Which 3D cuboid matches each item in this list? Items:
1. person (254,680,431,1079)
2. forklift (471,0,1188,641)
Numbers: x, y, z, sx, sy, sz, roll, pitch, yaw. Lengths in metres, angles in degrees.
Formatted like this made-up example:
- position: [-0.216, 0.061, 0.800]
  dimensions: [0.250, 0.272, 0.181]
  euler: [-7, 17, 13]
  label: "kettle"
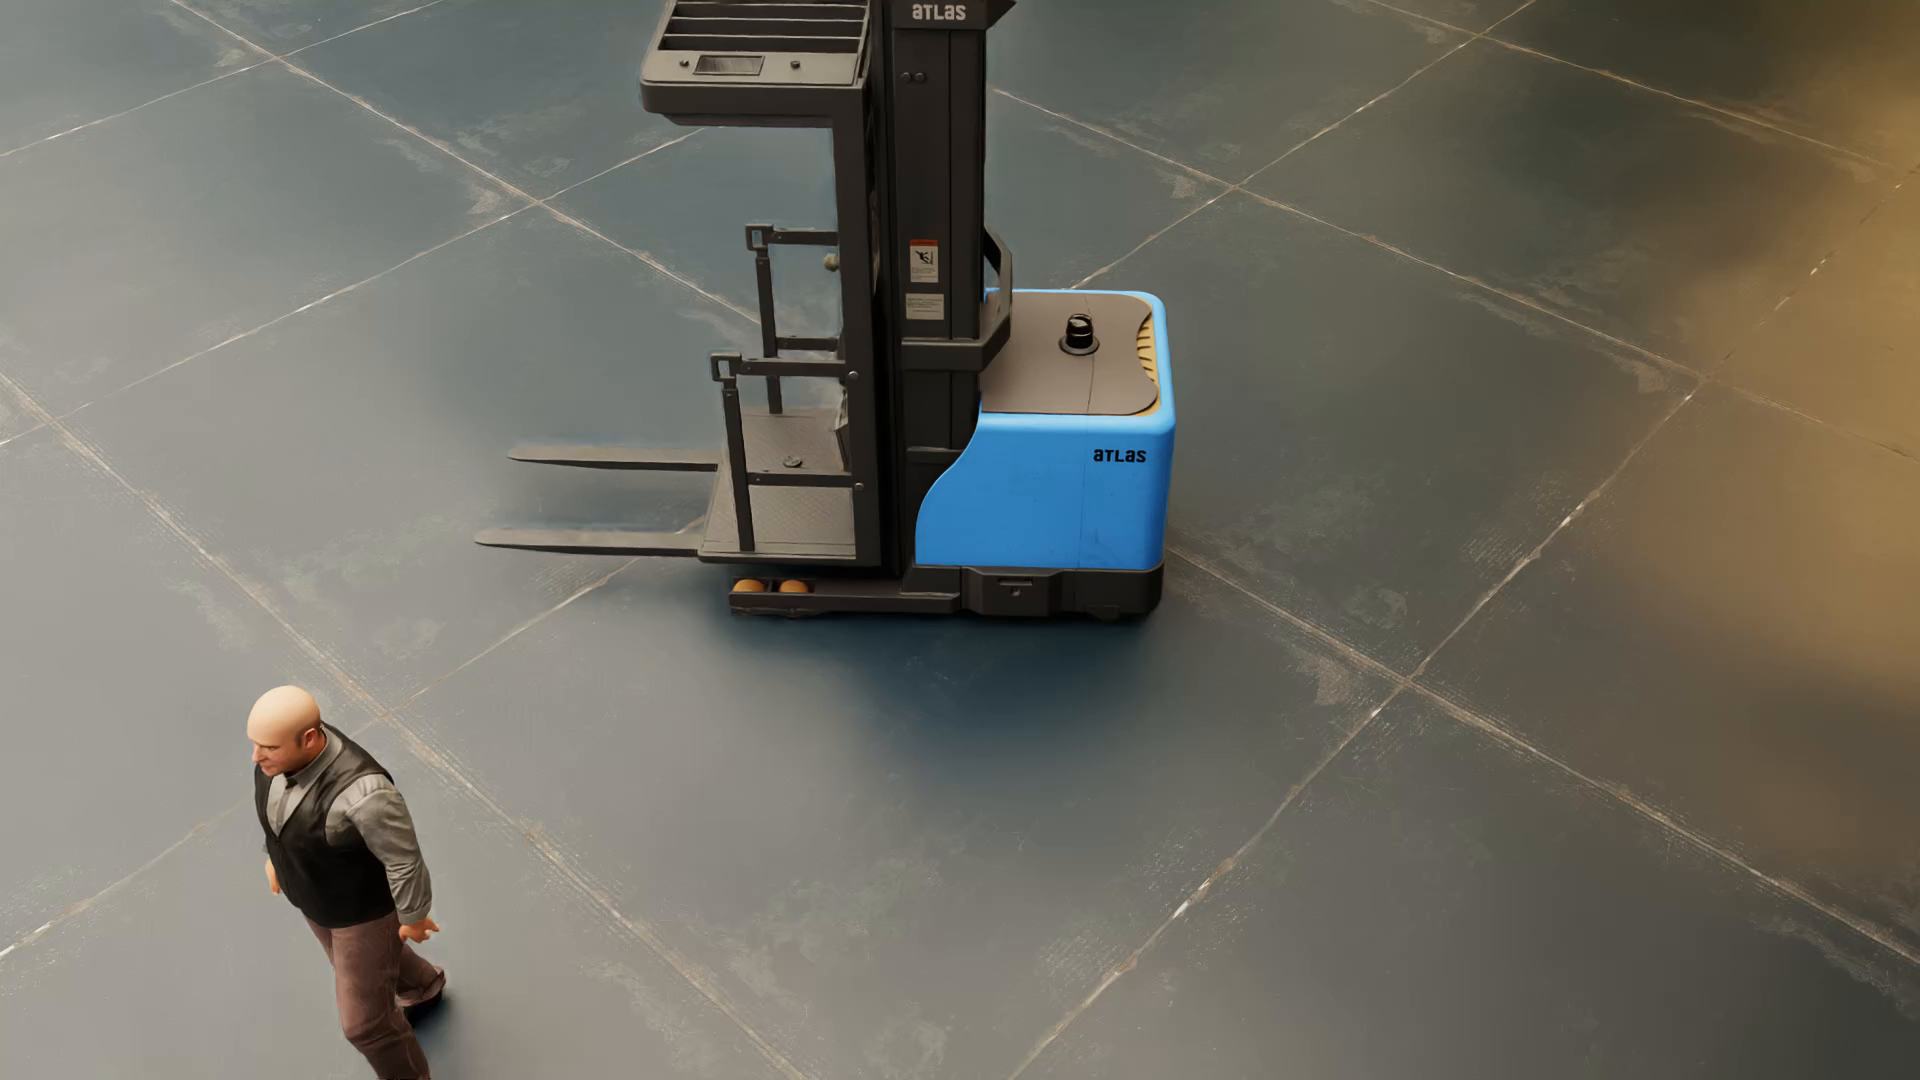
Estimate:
- position: [-1.924, 1.109, 5.093]
  dimensions: [0.614, 1.748, 0.508]
  euler: [27, 47, 28]
  label: "person"
- position: [-0.616, -1.045, 6.646]
  dimensions: [3.031, 2.935, 1.130]
  euler: [-5, 41, -6]
  label: "forklift"
